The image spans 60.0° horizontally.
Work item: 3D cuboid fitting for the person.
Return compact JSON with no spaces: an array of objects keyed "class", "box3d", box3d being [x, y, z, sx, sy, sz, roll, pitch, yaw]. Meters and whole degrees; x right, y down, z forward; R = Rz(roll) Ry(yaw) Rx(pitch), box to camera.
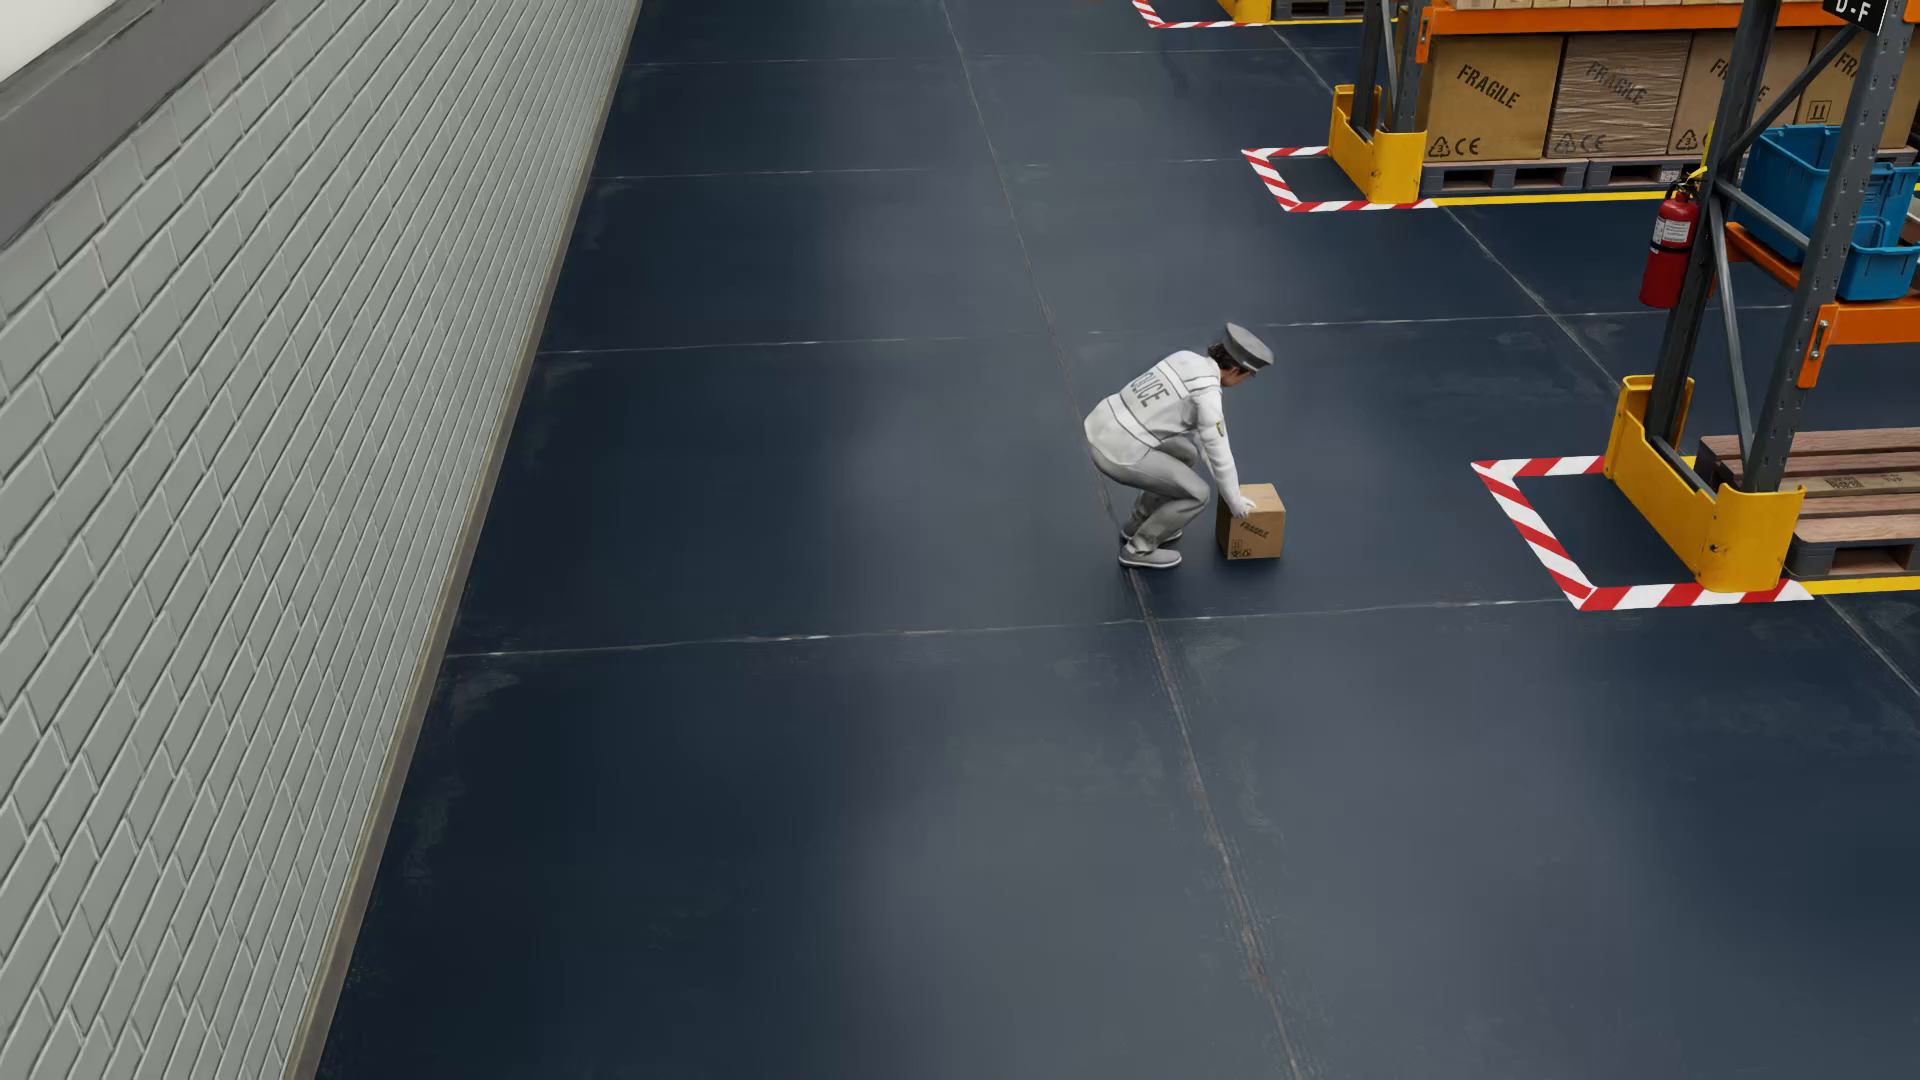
[{"class":"person","box3d":[0.959,-0.435,7.421,0.826,1.075,0.505,-3,31,-5]}]
